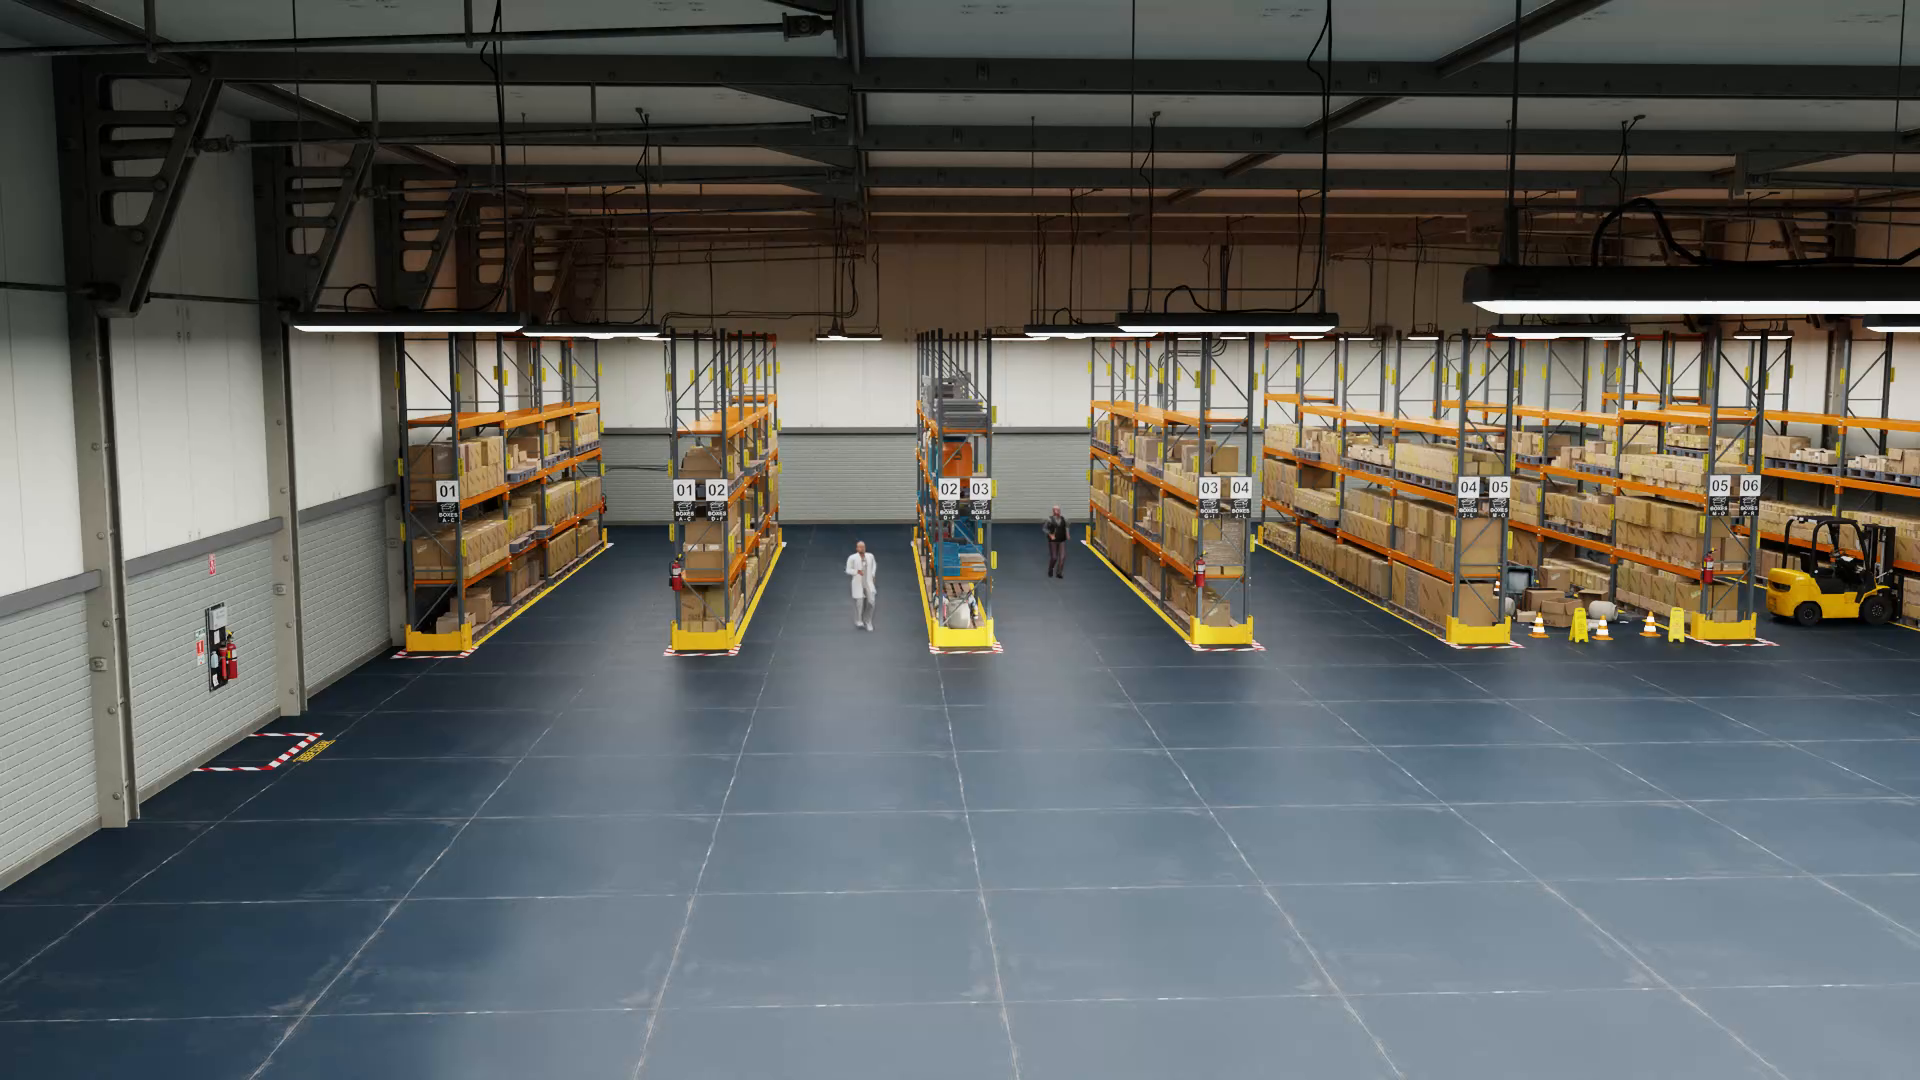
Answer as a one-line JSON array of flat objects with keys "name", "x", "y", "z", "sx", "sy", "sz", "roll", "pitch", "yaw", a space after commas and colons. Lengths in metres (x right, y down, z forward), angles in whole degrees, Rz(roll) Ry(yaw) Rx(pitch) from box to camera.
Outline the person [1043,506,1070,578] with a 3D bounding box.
[{"name": "person", "x": 2.262, "y": 0.044, "z": 38.683, "sx": 0.661, "sy": 1.690, "sz": 0.569, "roll": -2, "pitch": 7, "yaw": -15}]

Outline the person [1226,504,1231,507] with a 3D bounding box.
[{"name": "person", "x": 7.451, "y": -0.566, "z": 46.121, "sx": 0.711, "sy": 1.745, "sz": 0.602, "roll": 1, "pitch": 7, "yaw": 7}]

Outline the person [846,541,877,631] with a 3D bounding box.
[{"name": "person", "x": -1.950, "y": 0.934, "z": 33.287, "sx": 0.682, "sy": 1.824, "sz": 0.811, "roll": -2, "pitch": 7, "yaw": -18}]

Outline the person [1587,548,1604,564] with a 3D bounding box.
[{"name": "person", "x": 15.847, "y": 0.050, "z": 41.368, "sx": 0.565, "sy": 1.599, "sz": 0.553, "roll": -1, "pitch": 7, "yaw": -7}]
